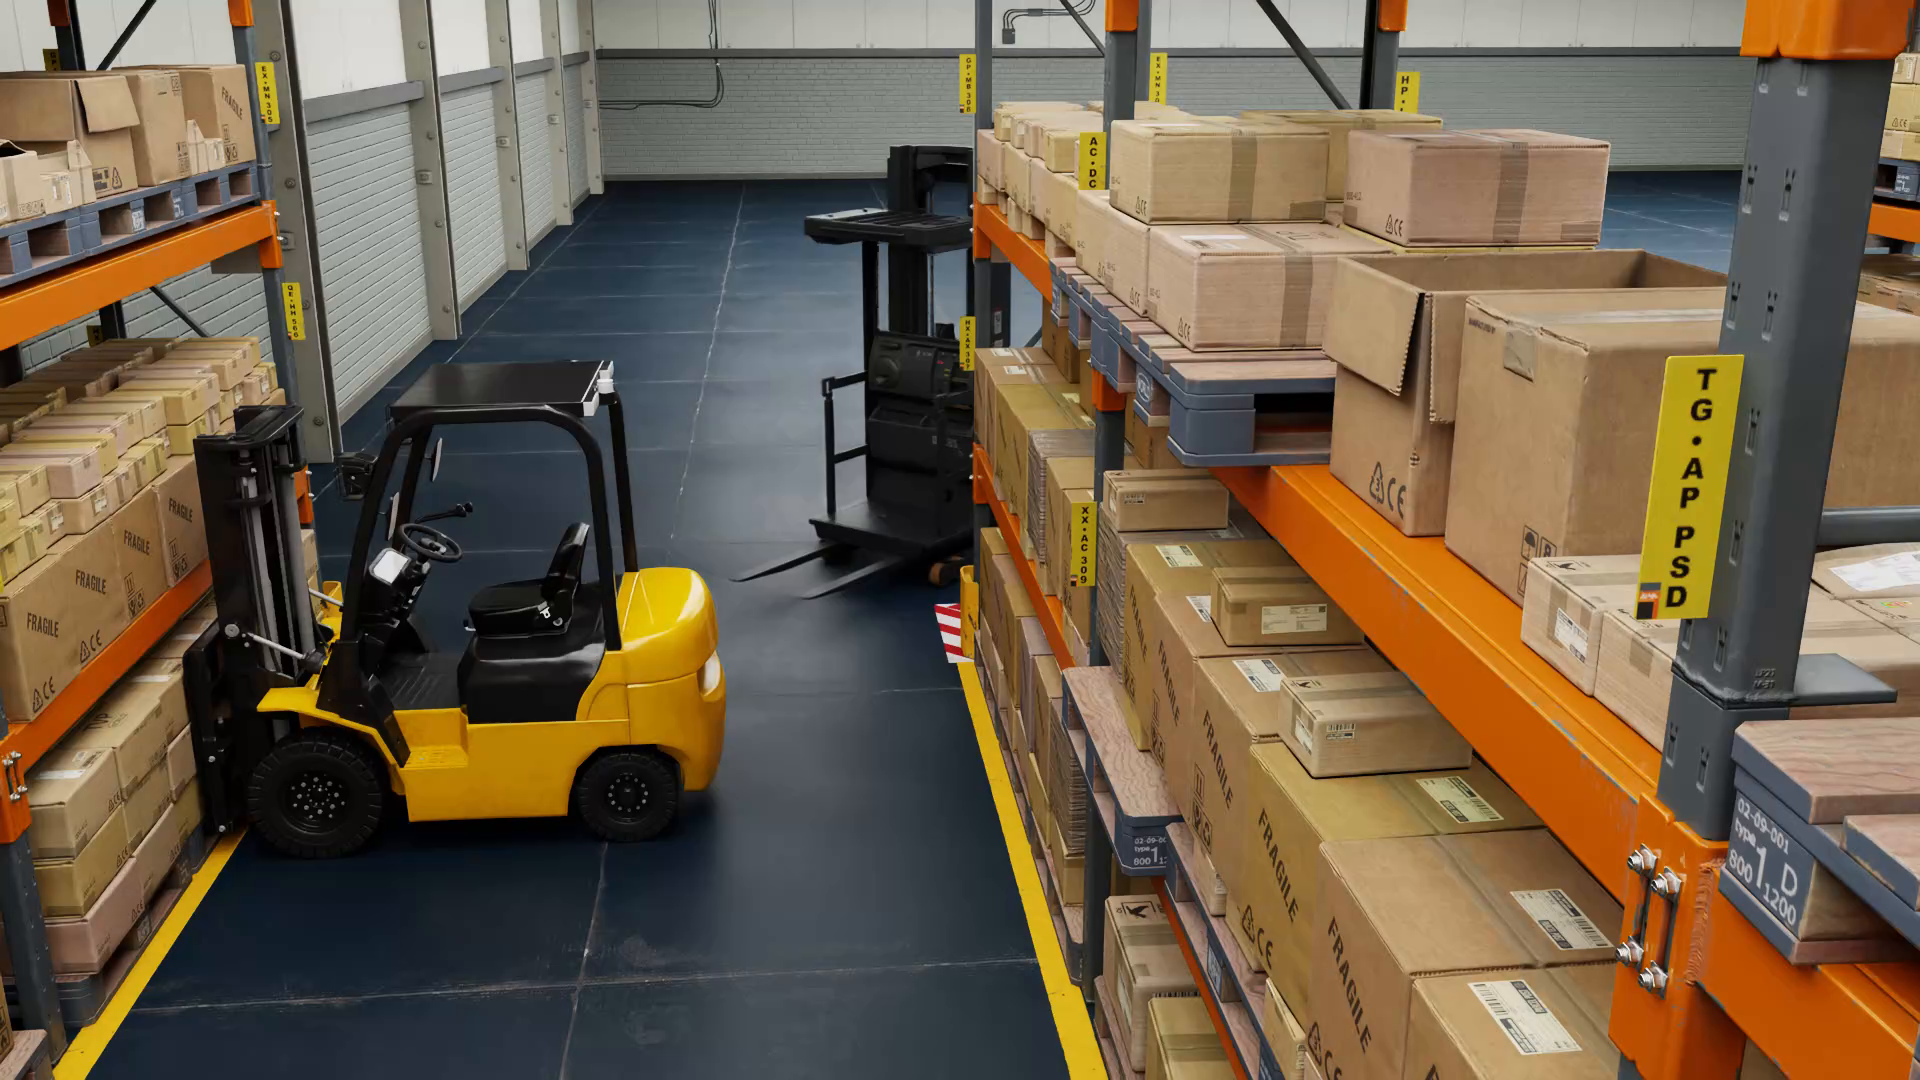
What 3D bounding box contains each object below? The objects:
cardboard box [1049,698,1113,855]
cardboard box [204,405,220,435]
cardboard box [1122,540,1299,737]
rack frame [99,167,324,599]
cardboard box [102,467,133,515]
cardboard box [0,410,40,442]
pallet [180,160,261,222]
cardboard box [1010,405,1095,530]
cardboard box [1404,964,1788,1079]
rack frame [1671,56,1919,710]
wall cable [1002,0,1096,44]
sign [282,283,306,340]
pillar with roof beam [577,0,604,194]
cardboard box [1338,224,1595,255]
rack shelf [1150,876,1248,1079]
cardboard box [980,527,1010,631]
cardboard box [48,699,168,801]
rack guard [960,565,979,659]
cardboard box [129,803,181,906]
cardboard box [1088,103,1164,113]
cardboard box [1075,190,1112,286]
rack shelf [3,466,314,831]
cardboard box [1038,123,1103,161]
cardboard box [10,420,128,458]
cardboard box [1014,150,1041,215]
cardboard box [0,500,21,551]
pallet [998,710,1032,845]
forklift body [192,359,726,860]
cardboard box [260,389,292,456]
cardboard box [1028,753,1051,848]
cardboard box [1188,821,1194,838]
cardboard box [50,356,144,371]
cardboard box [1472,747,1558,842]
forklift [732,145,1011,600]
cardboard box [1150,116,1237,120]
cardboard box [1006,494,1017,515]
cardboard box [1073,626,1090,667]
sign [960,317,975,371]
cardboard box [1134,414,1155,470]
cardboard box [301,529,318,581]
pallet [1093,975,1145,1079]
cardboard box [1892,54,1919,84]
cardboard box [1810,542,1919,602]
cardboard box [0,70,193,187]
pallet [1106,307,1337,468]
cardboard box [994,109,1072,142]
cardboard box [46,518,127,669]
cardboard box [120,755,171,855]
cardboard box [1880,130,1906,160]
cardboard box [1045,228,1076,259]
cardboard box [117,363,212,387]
[{"bbox_3d":[0.673,0.996,7.133,0.500,0.500,0.500,-2,18,-6],"label":"cardboard box"},{"bbox_3d":[-3.924,-0.583,8.275,0.380,0.149,0.250,-2,18,-7],"label":"cardboard box"},{"bbox_3d":[0.816,0.318,5.291,0.500,0.500,0.500,-2,18,-5],"label":"cardboard box"},{"bbox_3d":[-4.349,-0.627,9.666,1.000,3.000,0.127,-2,18,-6],"label":"rack frame"},{"bbox_3d":[-3.768,-0.203,7.067,0.380,0.149,0.250,-2,18,-6],"label":"cardboard box"},{"bbox_3d":[-4.365,-0.479,7.448,0.380,0.149,0.250,-1,17,-4],"label":"cardboard box"},{"bbox_3d":[-4.302,-1.804,8.556,1.003,0.211,1.213,-2,18,-6],"label":"pallet"},{"bbox_3d":[0.532,-0.364,8.165,0.500,0.500,0.500,-2,18,-7],"label":"cardboard box"},{"bbox_3d":[1.090,1.085,2.847,0.500,0.500,0.500,-2,18,-7],"label":"cardboard box"},{"bbox_3d":[1.413,-1.260,1.667,1.000,3.000,0.127,-2,18,-6],"label":"rack frame"},{"bbox_3d":[2.188,-15.022,39.823,2.305,6.003,0.169,-2,18,-6],"label":"wall cable"},{"bbox_3d":[-3.808,-1.305,9.497,0.100,0.325,0.005,-2,18,-6],"label":"sign"},{"bbox_3d":[-3.986,-12.325,36.911,9.100,9.000,0.400,-2,18,-6],"label":"pillar with roof beam"},{"bbox_3d":[1.304,-0.677,4.367,0.500,0.250,0.500,-2,17,-5],"label":"cardboard box"},{"bbox_3d":[1.207,1.350,4.572,1.077,0.370,4.000,-2,18,-6],"label":"rack shelf"},{"bbox_3d":[0.399,0.228,9.579,0.500,0.500,0.500,-2,18,-7],"label":"cardboard box"},{"bbox_3d":[-3.717,0.893,7.045,0.500,0.250,0.500,-2,18,-6],"label":"cardboard box"},{"bbox_3d":[0.596,0.434,10.460,1.175,0.500,0.348,-2,18,-6],"label":"rack guard"},{"bbox_3d":[-3.725,1.371,7.191,0.500,0.250,0.500,-2,18,-7],"label":"cardboard box"},{"bbox_3d":[0.905,-2.303,9.086,0.380,0.149,0.250,-1,17,-5],"label":"cardboard box"},{"bbox_3d":[0.662,-0.963,5.278,0.500,0.250,0.500,-2,18,-7],"label":"cardboard box"},{"bbox_3d":[-4.143,0.312,7.876,1.077,0.370,4.000,-2,18,-6],"label":"rack shelf"},{"bbox_3d":[0.550,-1.753,7.335,0.380,0.149,0.250,-2,17,-5],"label":"cardboard box"},{"bbox_3d":[-3.886,-0.420,7.260,0.380,0.149,0.250,-2,18,-6],"label":"cardboard box"},{"bbox_3d":[0.528,-1.668,7.728,0.500,0.250,0.500,-1,17,-4],"label":"cardboard box"},{"bbox_3d":[-3.674,-0.038,6.045,0.380,0.149,0.250,-1,17,-5],"label":"cardboard box"},{"bbox_3d":[0.767,1.178,8.574,1.003,0.211,1.213,-2,18,-6],"label":"pallet"},{"bbox_3d":[-2.339,0.287,8.173,2.313,2.155,1.214,-2,18,-6],"label":"forklift body"},{"bbox_3d":[-4.037,-0.536,9.210,0.500,0.500,0.500,-2,18,-7],"label":"cardboard box"},{"bbox_3d":[0.607,1.196,7.750,0.500,0.250,0.500,-2,18,-7],"label":"cardboard box"},{"bbox_3d":[0.874,0.813,4.799,0.380,0.149,0.250,-2,18,-5],"label":"cardboard box"},{"bbox_3d":[-4.492,-0.862,8.668,0.380,0.149,0.250,-1,17,-5],"label":"cardboard box"},{"bbox_3d":[1.475,0.758,3.890,0.500,0.500,0.500,-1,17,-5],"label":"cardboard box"},{"bbox_3d":[-0.380,-1.233,11.712,1.130,2.935,3.031,12,21,33],"label":"forklift"},{"bbox_3d":[1.108,-1.925,7.883,0.380,0.149,0.250,-1,17,-4],"label":"cardboard box"},{"bbox_3d":[0.444,-0.244,8.867,0.380,0.149,0.250,-1,17,-4],"label":"cardboard box"},{"bbox_3d":[0.664,0.444,6.674,0.380,0.149,0.250,-2,18,-6],"label":"cardboard box"},{"bbox_3d":[0.048,-1.177,9.975,0.100,0.325,0.005,-2,18,-6],"label":"sign"},{"bbox_3d":[1.140,-0.547,7.078,0.700,0.500,0.500,-2,18,-5],"label":"cardboard box"},{"bbox_3d":[-3.991,0.135,9.459,0.500,0.250,0.500,-1,17,-4],"label":"cardboard box"},{"bbox_3d":[1.082,1.973,6.041,1.003,0.211,1.213,-2,18,-6],"label":"pallet"},{"bbox_3d":[5.296,-2.569,9.063,0.380,0.149,0.250,-2,17,-5],"label":"cardboard box"},{"bbox_3d":[1.523,0.060,2.695,0.396,0.266,0.258,-2,18,-6],"label":"cardboard box"},{"bbox_3d":[-4.055,-1.921,7.746,0.700,0.500,0.500,-2,18,-5],"label":"cardboard box"},{"bbox_3d":[1.068,-0.435,4.360,1.213,0.211,1.003,-2,18,-6],"label":"pallet"},{"bbox_3d":[0.380,-2.133,8.543,0.380,0.149,0.250,-2,18,-6],"label":"cardboard box"},{"bbox_3d":[-3.793,0.222,6.794,0.500,0.500,0.500,-1,17,-5],"label":"cardboard box"},{"bbox_3d":[-3.733,1.134,7.111,0.500,0.250,0.500,-2,18,-6],"label":"cardboard box"},{"bbox_3d":[5.297,-2.186,9.174,0.380,0.149,0.250,-2,18,-5],"label":"cardboard box"},{"bbox_3d":[0.573,-1.292,7.198,0.380,0.149,0.250,-1,17,-4],"label":"cardboard box"},{"bbox_3d":[-4.040,-0.800,8.470,0.380,0.149,0.250,-2,18,-5],"label":"cardboard box"}]
